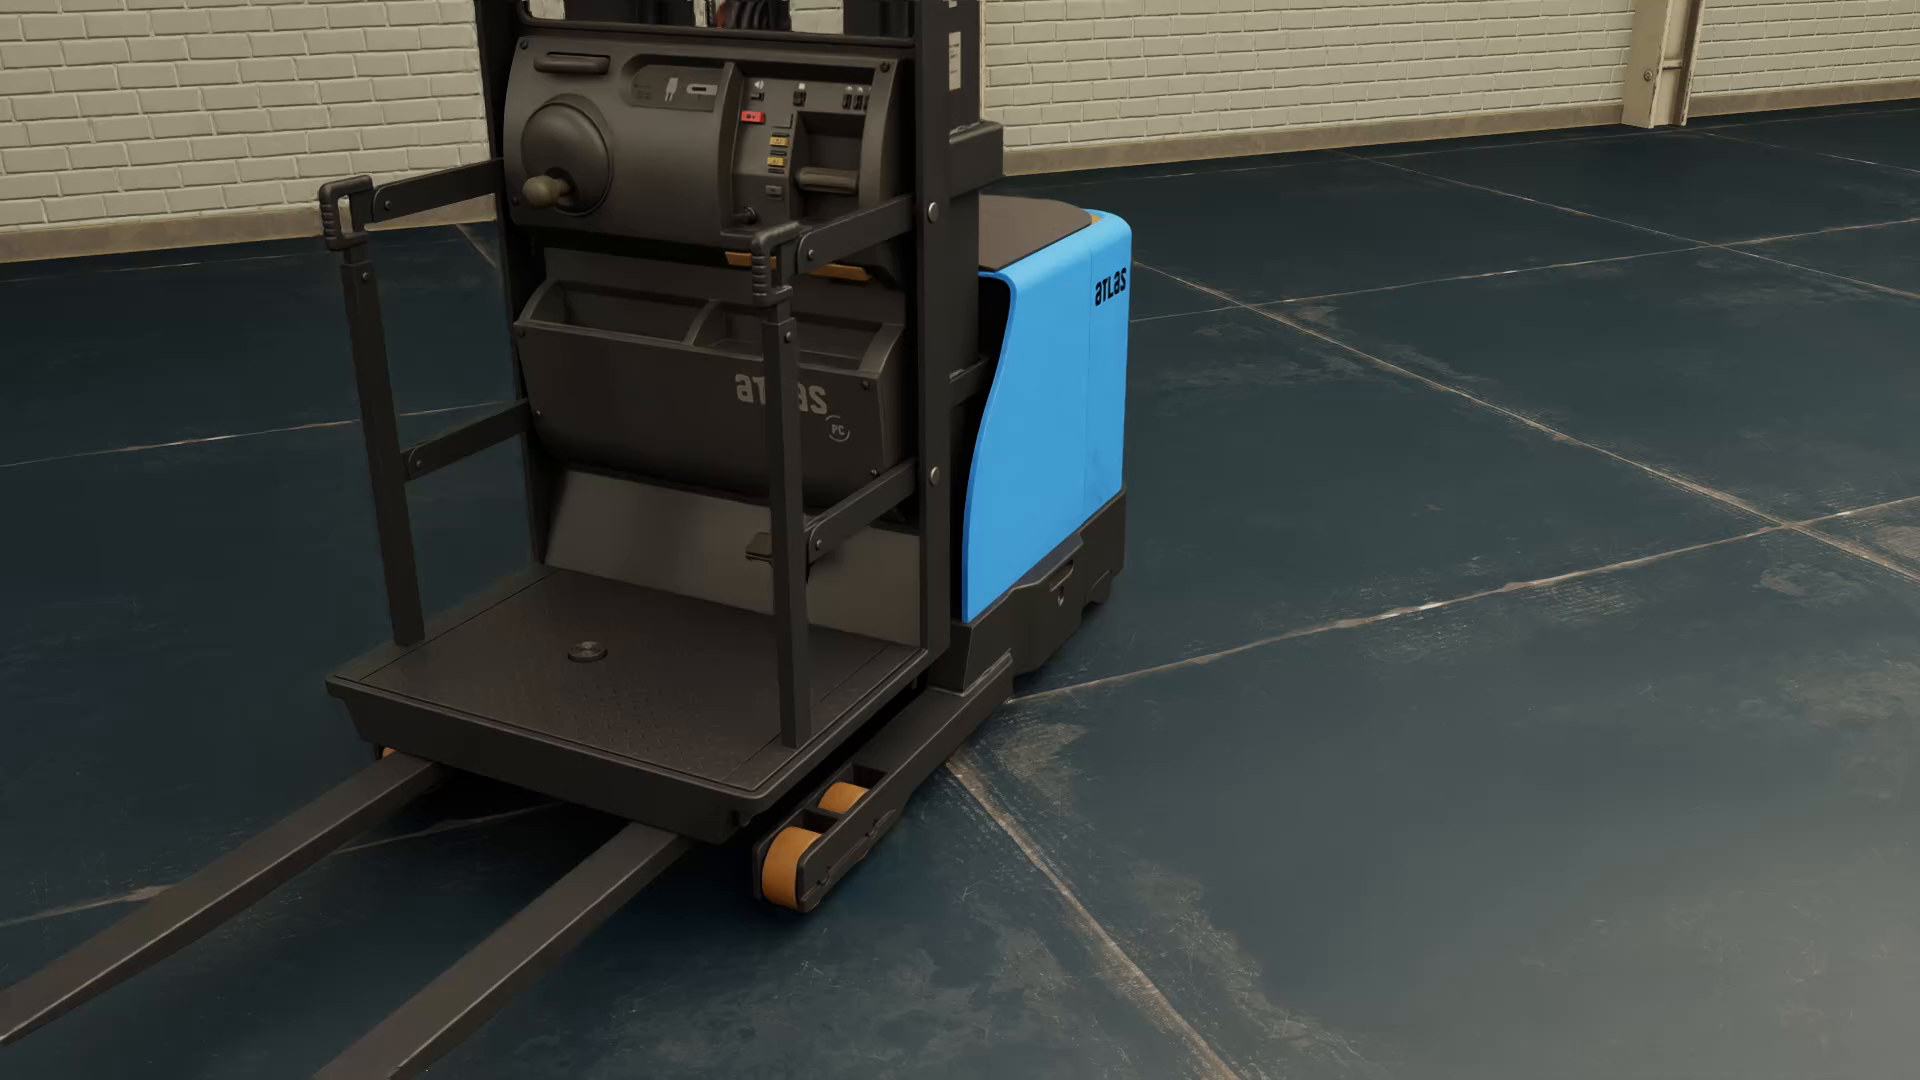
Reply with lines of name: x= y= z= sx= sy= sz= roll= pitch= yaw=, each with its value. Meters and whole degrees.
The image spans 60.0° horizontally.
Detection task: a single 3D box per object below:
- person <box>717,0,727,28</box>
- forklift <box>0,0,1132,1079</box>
person: x=-0.675 y=-0.958 z=5.373 sx=0.357 sy=1.570 sz=0.650 roll=3 pitch=23 yaw=8
forklift: x=-0.642 y=-0.805 z=3.225 sx=1.130 sy=2.935 sz=3.031 roll=11 pitch=25 yaw=24
